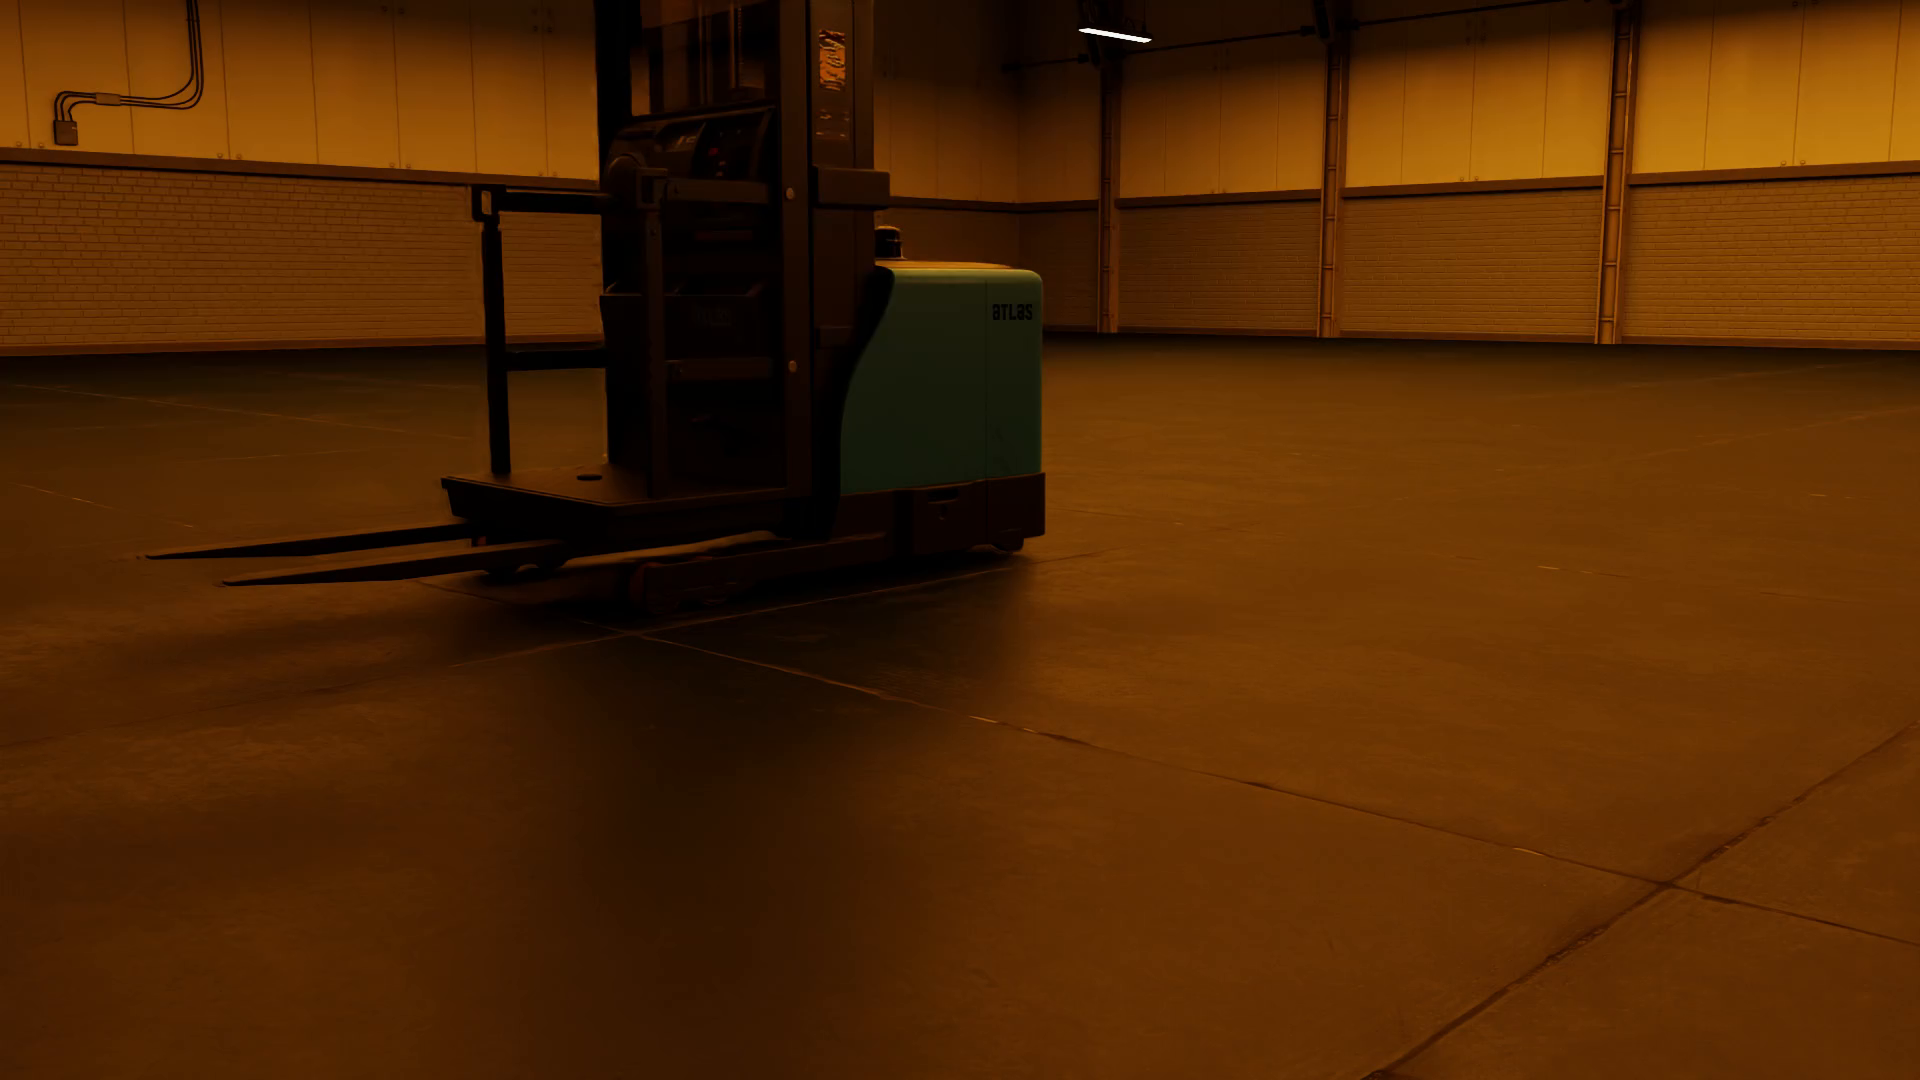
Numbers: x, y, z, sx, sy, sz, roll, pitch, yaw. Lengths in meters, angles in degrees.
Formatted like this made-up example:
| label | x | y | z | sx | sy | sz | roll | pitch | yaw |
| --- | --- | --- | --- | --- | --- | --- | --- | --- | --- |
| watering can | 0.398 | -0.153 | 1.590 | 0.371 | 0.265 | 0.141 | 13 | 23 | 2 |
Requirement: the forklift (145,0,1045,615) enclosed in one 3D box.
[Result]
| label | x | y | z | sx | sy | sz | roll | pitch | yaw |
| --- | --- | --- | --- | --- | --- | --- | --- | --- | --- |
| forklift | -1.087 | -1.303 | 5.530 | 3.031 | 2.935 | 1.130 | -8 | 12 | -43 |
